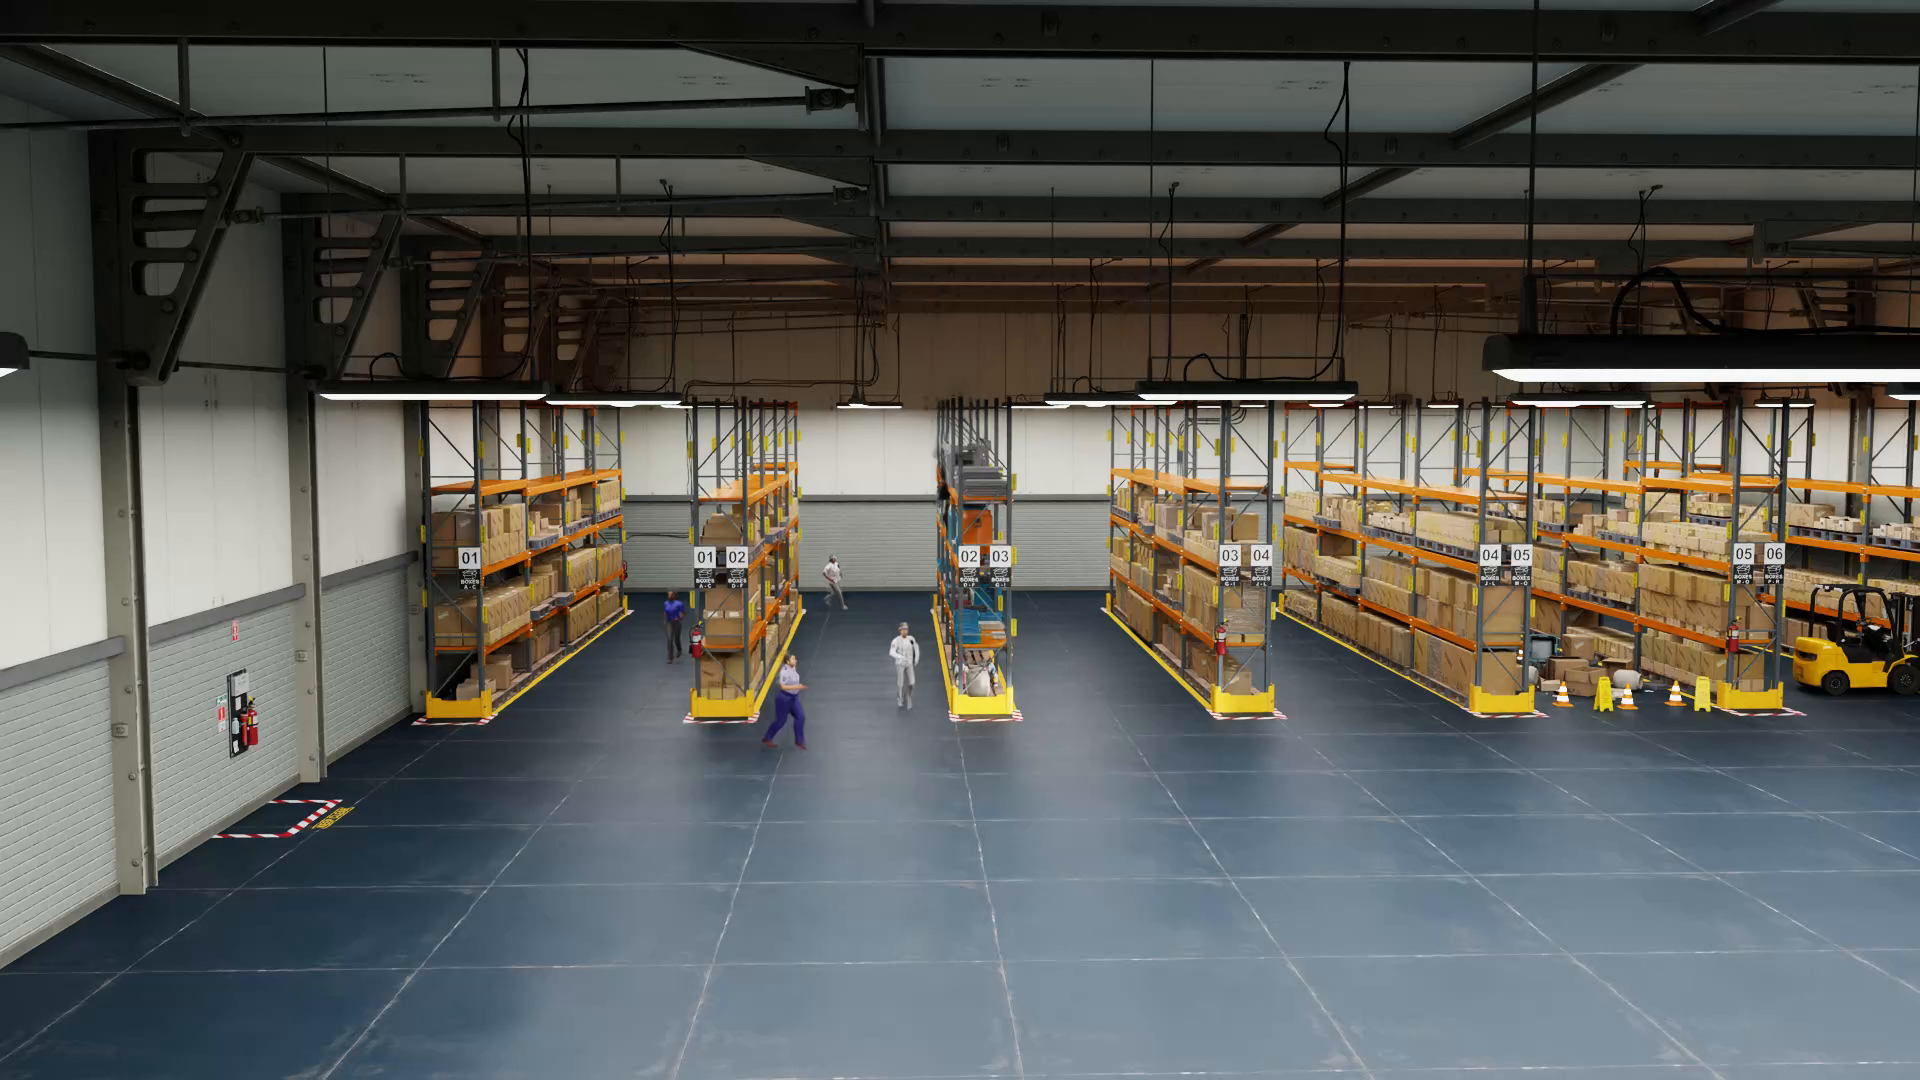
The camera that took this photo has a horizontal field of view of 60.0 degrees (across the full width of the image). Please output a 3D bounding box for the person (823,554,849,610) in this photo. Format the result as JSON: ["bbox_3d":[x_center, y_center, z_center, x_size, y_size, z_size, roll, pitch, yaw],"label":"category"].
[{"bbox_3d":[-3.690,1.201,48.082,0.795,1.640,0.621,2,5,27],"label":"person"}]

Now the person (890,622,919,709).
[{"bbox_3d":[-1.045,2.427,31.966,0.641,1.704,0.654,-1,5,-18],"label":"person"}]

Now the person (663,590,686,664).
[{"bbox_3d":[-6.497,1.955,37.833,0.573,1.653,0.859,0,4,5],"label":"person"}]

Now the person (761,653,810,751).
[{"bbox_3d":[-2.940,2.743,28.098,0.836,1.699,0.564,1,5,19],"label":"person"}]
